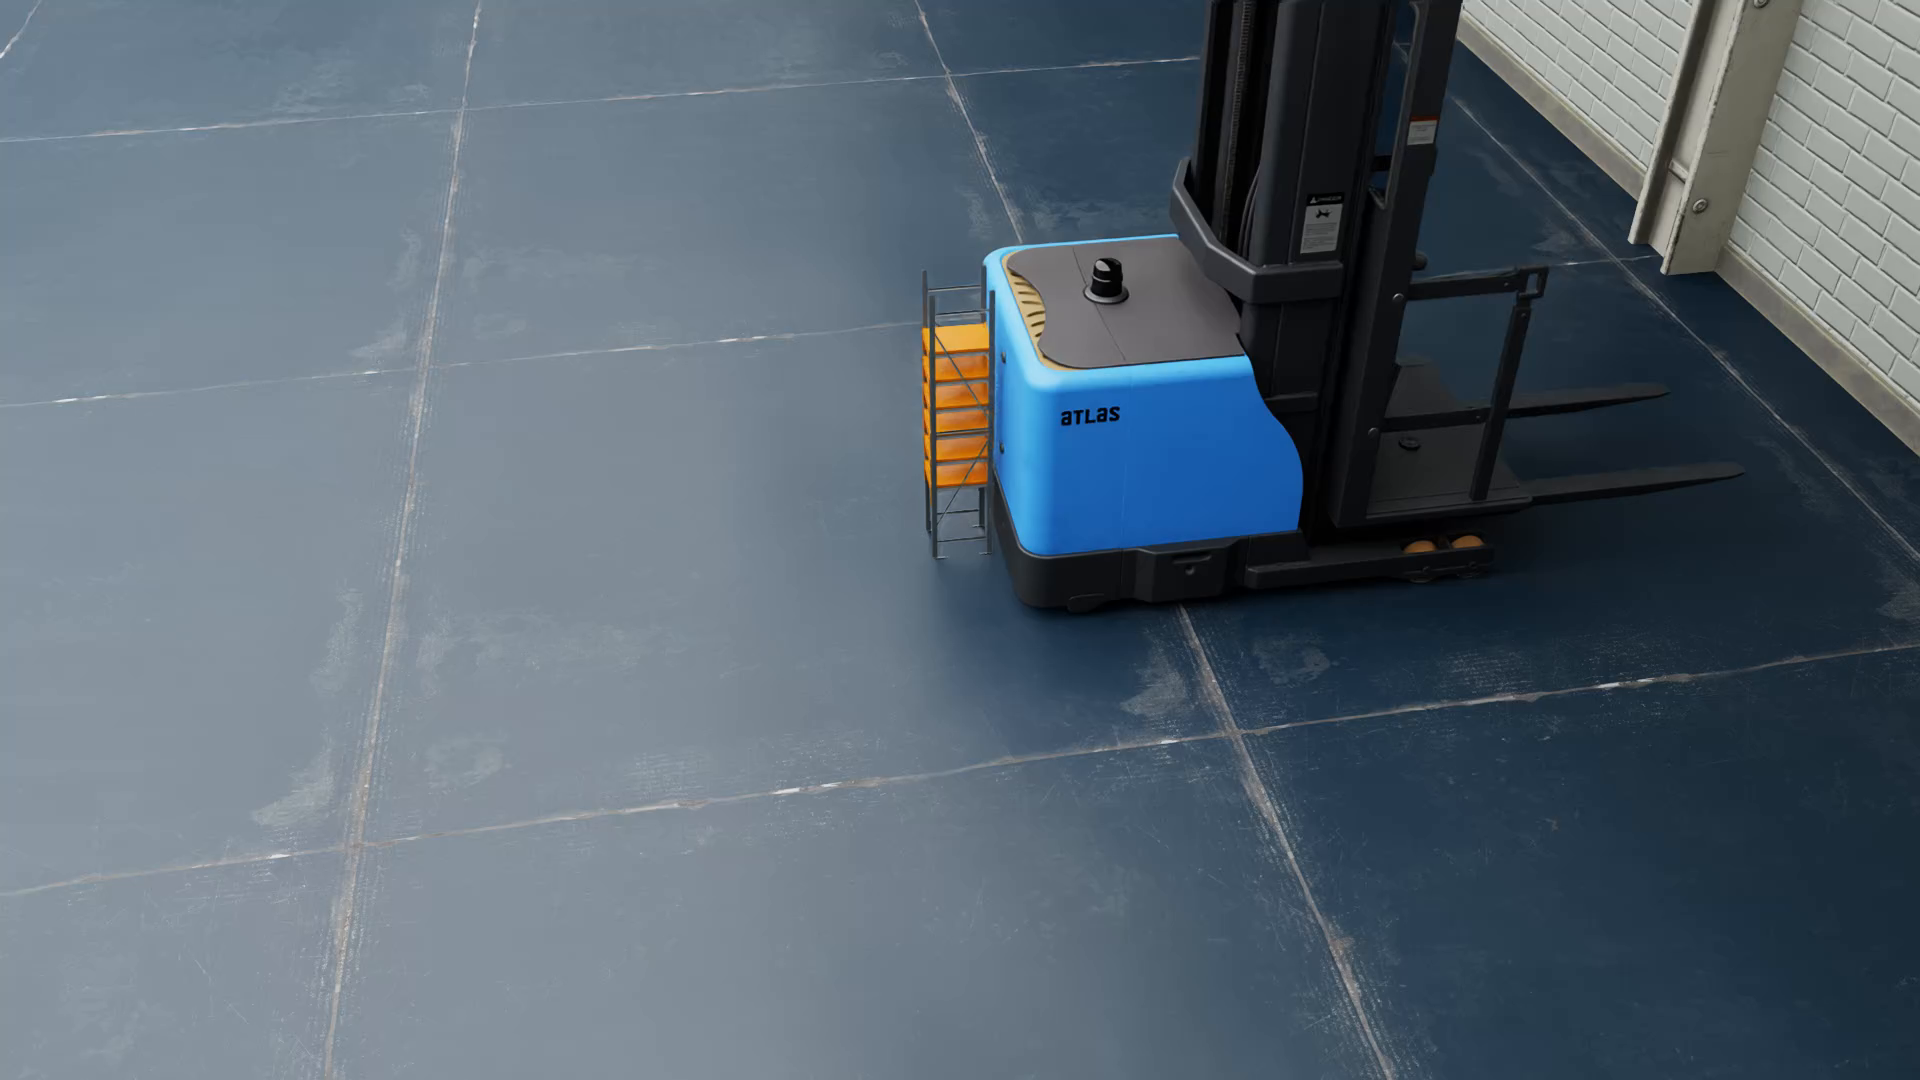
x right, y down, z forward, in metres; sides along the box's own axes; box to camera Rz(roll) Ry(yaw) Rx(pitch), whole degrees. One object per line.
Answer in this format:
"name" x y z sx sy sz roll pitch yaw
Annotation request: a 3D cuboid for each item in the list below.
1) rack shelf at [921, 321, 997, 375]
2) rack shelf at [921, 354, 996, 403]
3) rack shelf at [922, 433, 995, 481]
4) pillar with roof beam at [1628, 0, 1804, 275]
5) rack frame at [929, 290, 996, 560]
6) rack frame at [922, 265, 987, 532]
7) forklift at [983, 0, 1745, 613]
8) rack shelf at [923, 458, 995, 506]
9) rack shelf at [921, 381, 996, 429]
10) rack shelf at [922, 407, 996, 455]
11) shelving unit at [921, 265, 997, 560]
"rack shelf" -0.006 -0.714 6.176 0.258 0.103 0.180 -5 38 -7
"rack shelf" -0.006 -0.619 6.249 0.258 0.103 0.180 -5 38 -7
"rack shelf" -0.006 -0.334 6.470 0.258 0.103 0.180 -5 38 -7
"pillar with roof beam" -0.522 -4.578 5.308 9.100 9.000 0.400 -6 38 -8
"rack frame" 0.008 -0.409 6.298 0.240 1.200 0.006 -5 38 -7
"rack frame" -0.020 -0.519 6.441 0.240 1.200 0.006 -5 38 -7
"forklift" 1.638 -1.304 6.040 3.031 2.935 1.130 -6 38 -8
"rack shelf" -0.006 -0.239 6.543 0.258 0.103 0.180 -5 38 -7
"rack shelf" -0.006 -0.524 6.323 0.258 0.103 0.180 -5 38 -7
"rack shelf" -0.006 -0.429 6.396 0.258 0.103 0.180 -5 38 -7
"shelving unit" -0.006 -0.464 6.369 0.258 1.200 0.189 -5 38 -7
